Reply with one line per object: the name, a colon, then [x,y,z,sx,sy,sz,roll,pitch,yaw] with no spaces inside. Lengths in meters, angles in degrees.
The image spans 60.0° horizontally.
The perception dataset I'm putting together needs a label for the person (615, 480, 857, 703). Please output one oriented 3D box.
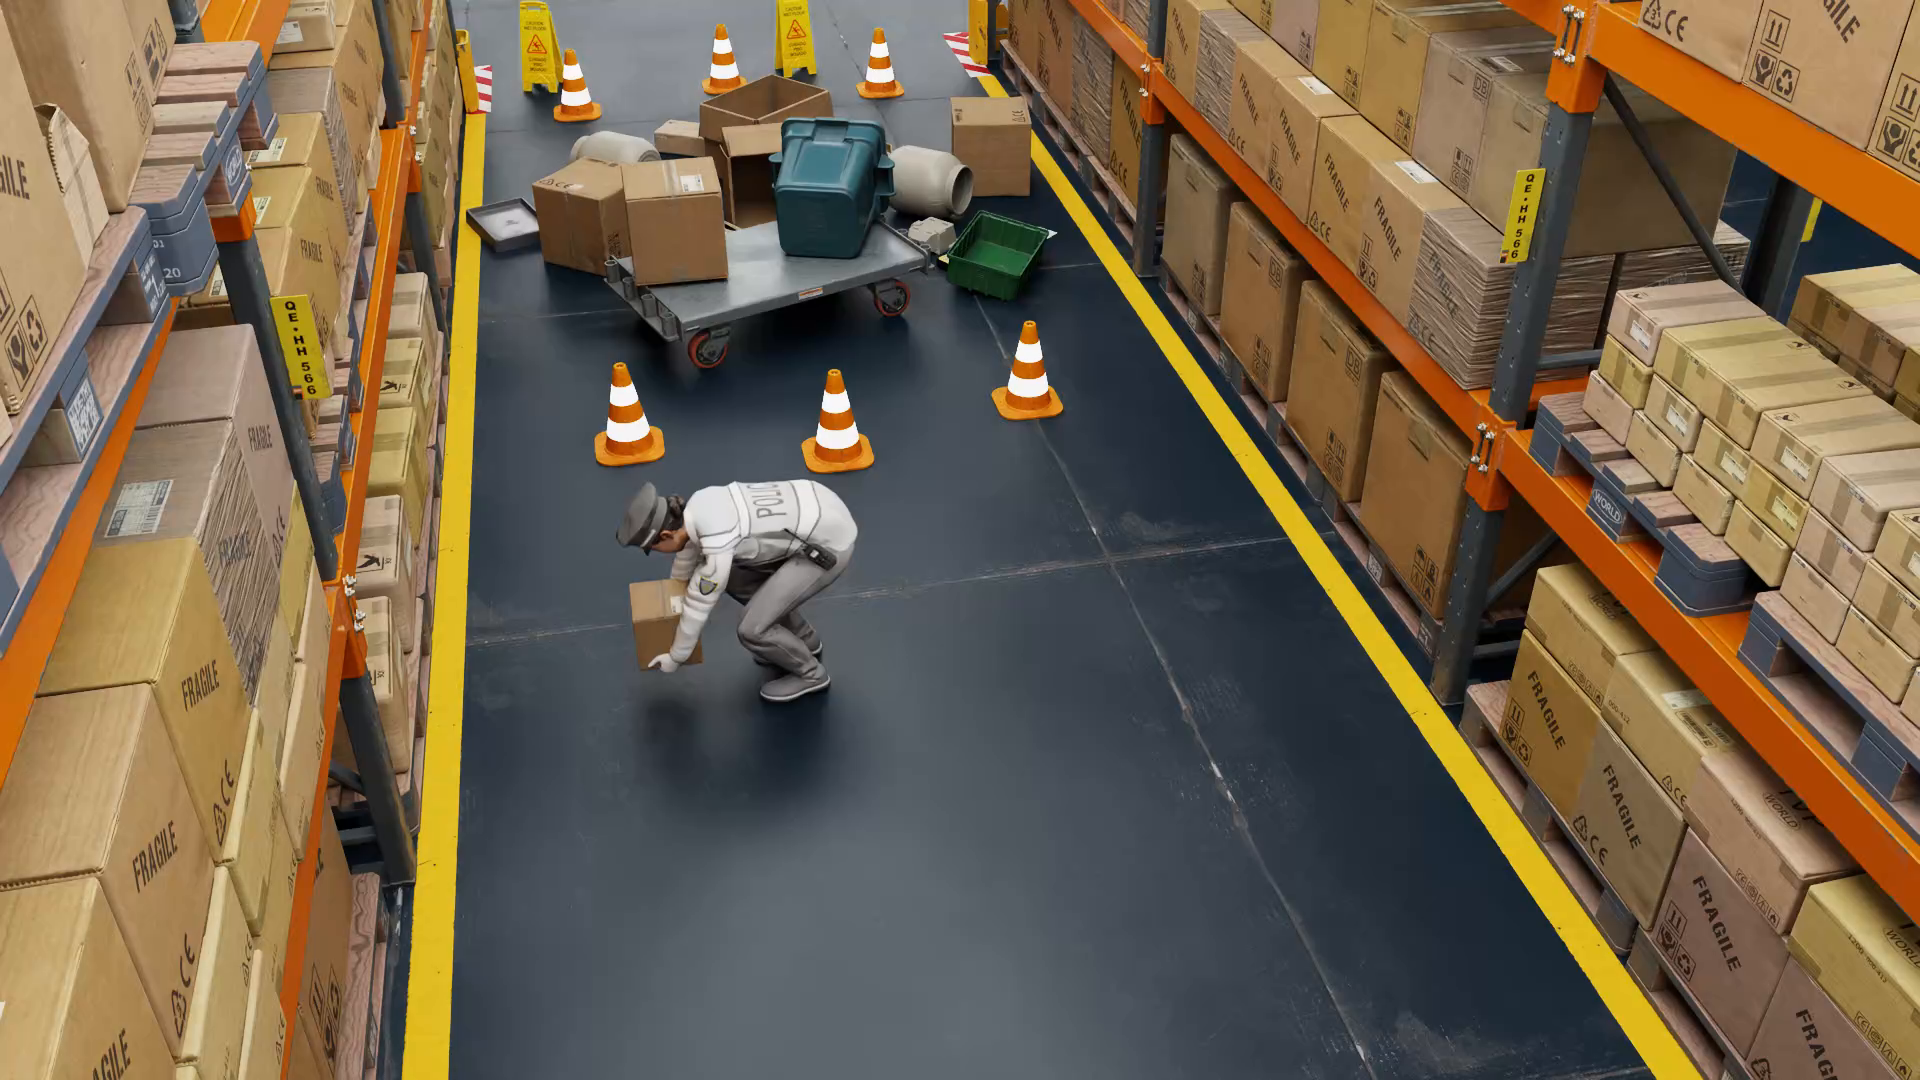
person: [-0.852,0.167,6.504,0.915,0.983,0.467,-9,36,-12]
